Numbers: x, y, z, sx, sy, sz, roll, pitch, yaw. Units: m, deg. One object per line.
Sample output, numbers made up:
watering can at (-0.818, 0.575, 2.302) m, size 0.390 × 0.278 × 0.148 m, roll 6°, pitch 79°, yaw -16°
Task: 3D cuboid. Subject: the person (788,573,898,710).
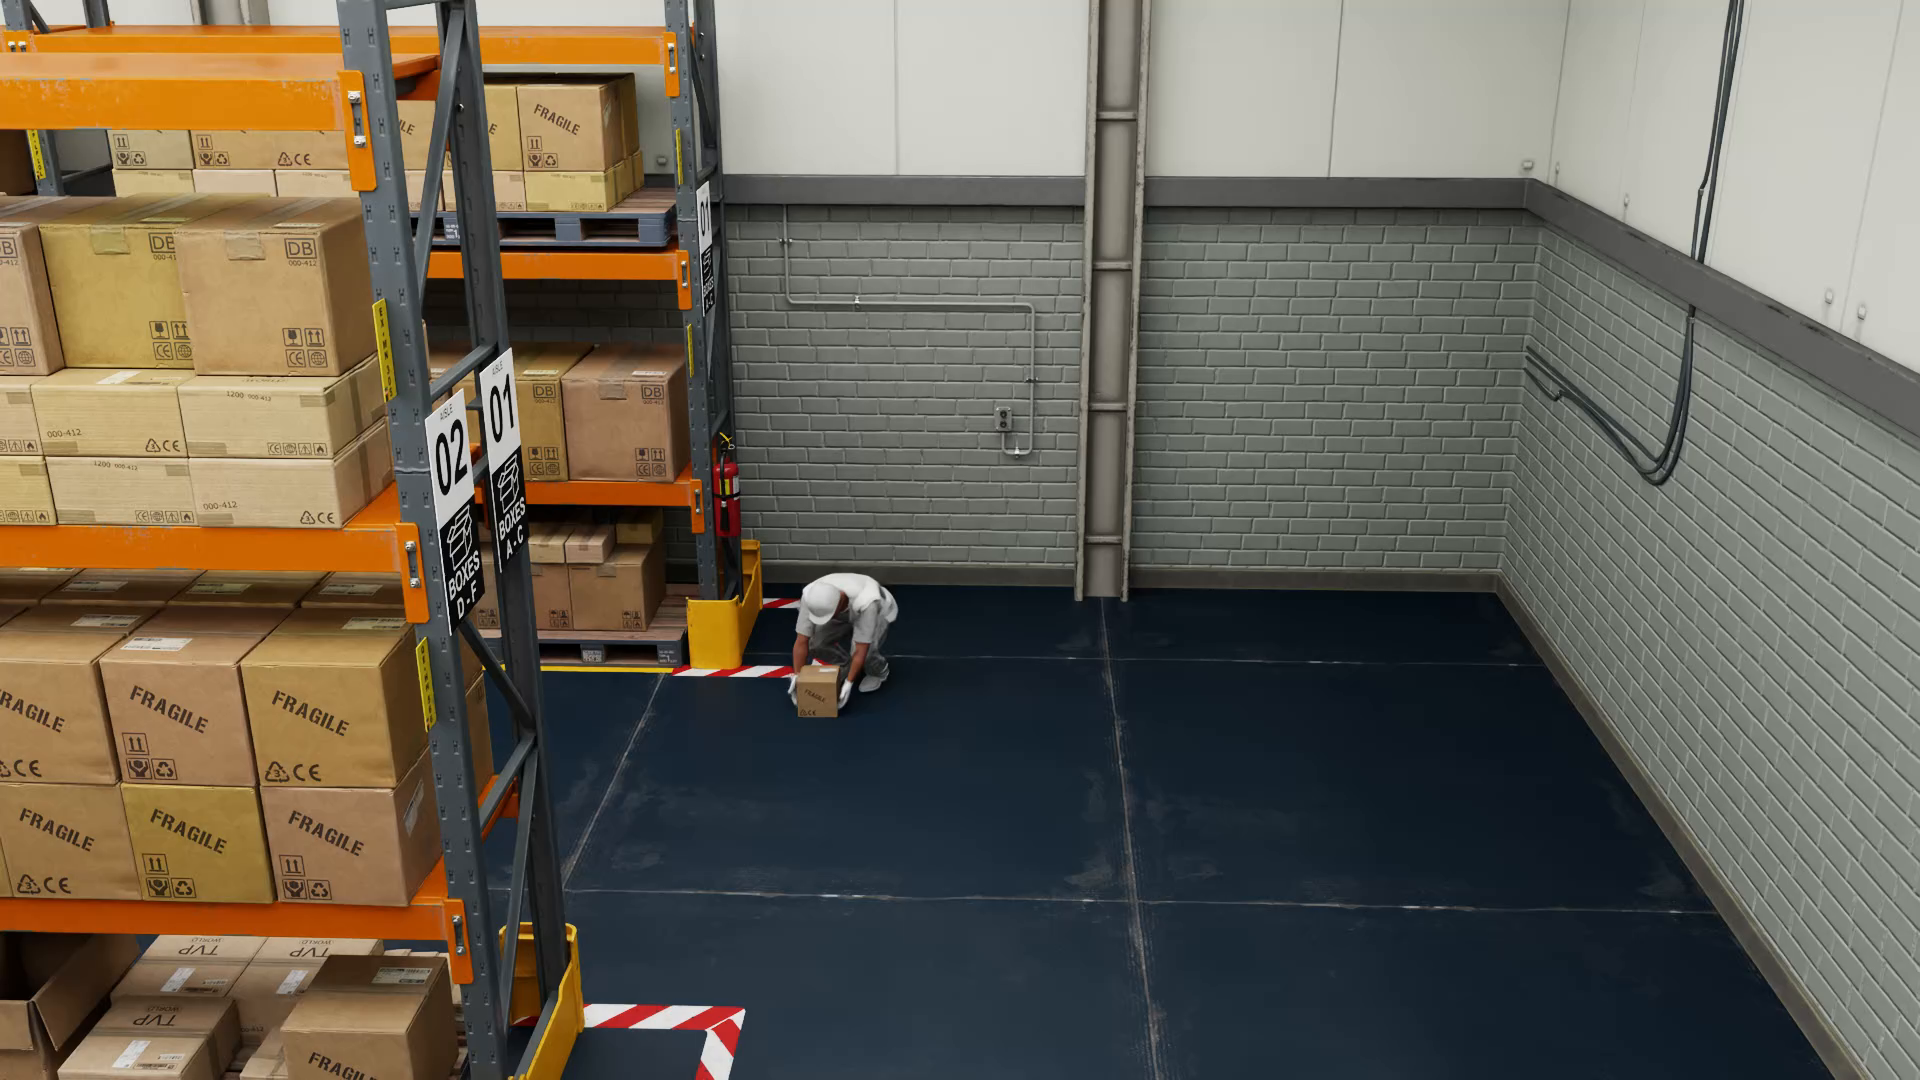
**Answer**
person at (-0.738, 0.576, 10.786) m, size 0.579 × 0.897 × 0.935 m, roll 11°, pitch 23°, yaw 27°
